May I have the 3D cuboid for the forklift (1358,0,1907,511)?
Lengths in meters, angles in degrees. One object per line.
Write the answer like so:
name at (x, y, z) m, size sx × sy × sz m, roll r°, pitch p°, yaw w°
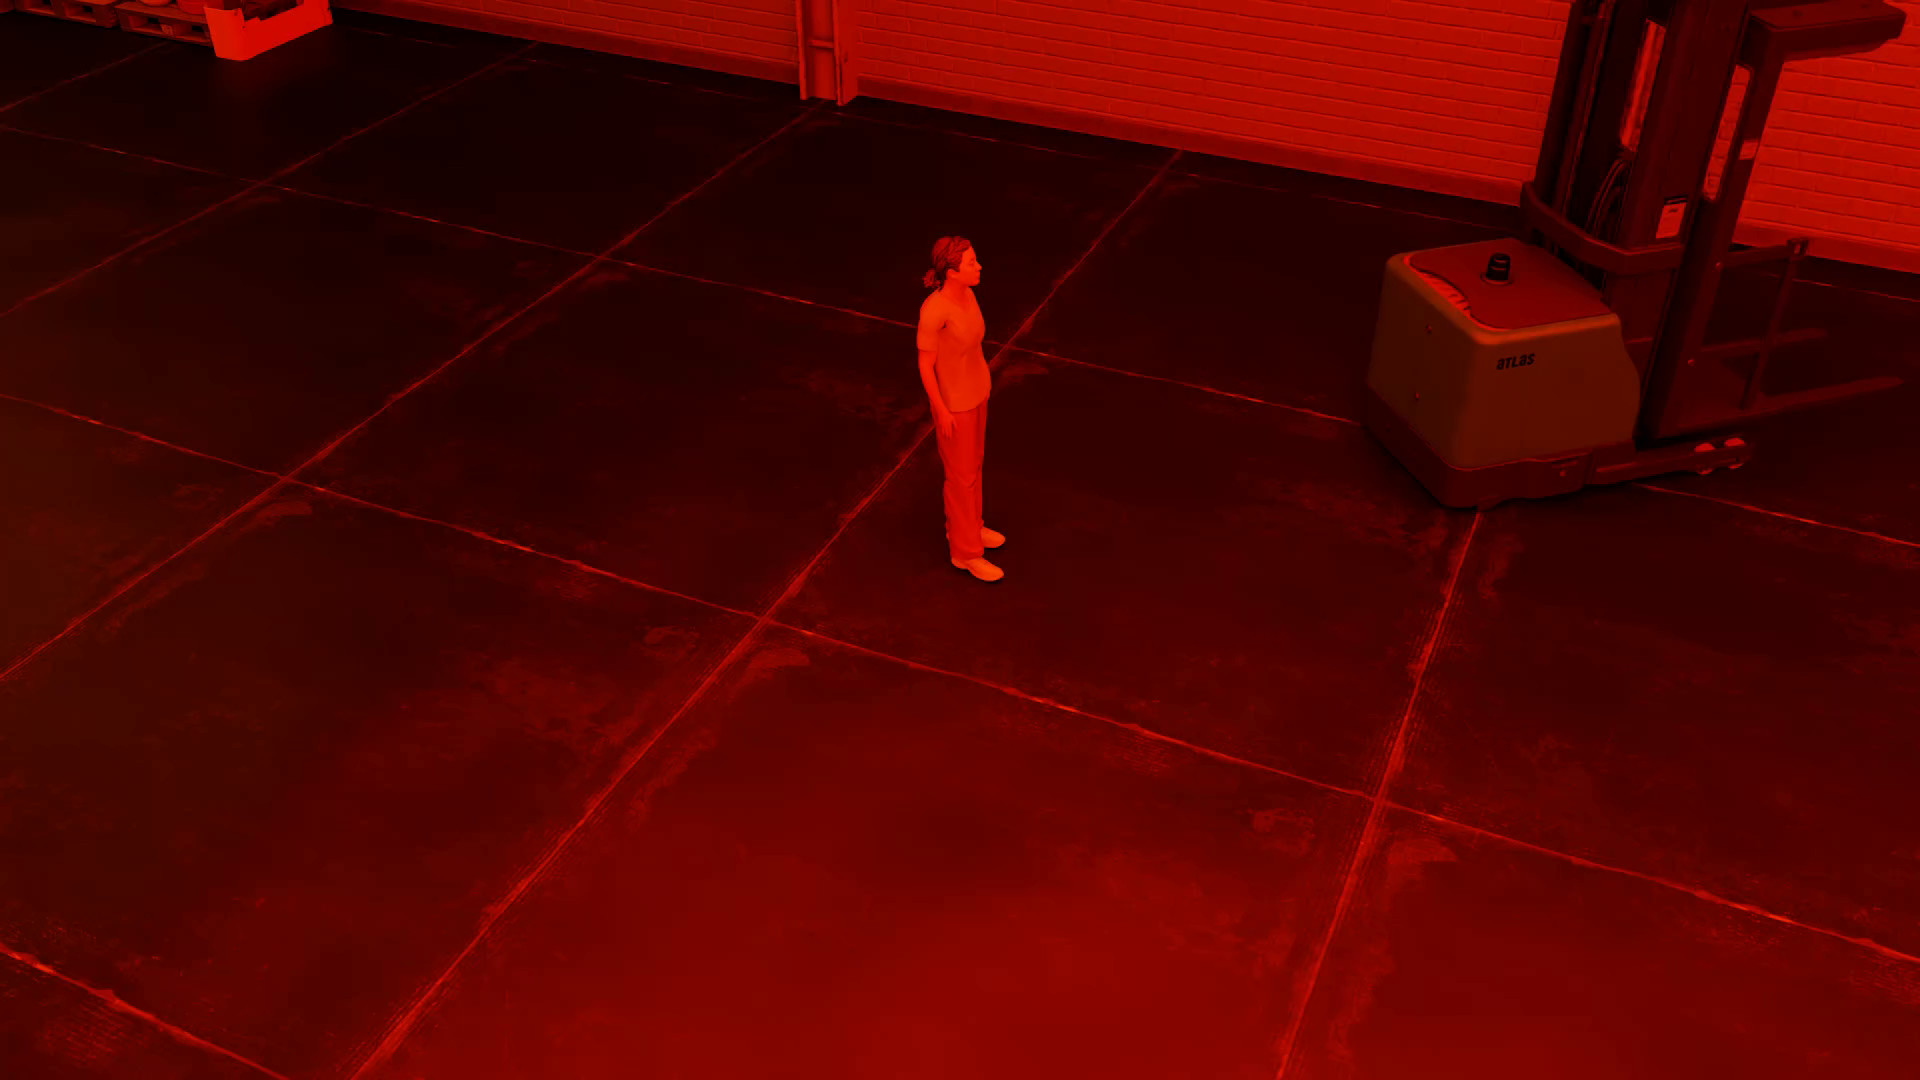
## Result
forklift at (3.841, -1.837, 8.662) m, size 3.031 × 2.935 × 1.130 m, roll -10°, pitch 37°, yaw -14°

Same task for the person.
person at (0.062, -0.664, 8.086) m, size 0.548 × 1.674 × 0.552 m, roll 15°, pitch 38°, yaw 20°
